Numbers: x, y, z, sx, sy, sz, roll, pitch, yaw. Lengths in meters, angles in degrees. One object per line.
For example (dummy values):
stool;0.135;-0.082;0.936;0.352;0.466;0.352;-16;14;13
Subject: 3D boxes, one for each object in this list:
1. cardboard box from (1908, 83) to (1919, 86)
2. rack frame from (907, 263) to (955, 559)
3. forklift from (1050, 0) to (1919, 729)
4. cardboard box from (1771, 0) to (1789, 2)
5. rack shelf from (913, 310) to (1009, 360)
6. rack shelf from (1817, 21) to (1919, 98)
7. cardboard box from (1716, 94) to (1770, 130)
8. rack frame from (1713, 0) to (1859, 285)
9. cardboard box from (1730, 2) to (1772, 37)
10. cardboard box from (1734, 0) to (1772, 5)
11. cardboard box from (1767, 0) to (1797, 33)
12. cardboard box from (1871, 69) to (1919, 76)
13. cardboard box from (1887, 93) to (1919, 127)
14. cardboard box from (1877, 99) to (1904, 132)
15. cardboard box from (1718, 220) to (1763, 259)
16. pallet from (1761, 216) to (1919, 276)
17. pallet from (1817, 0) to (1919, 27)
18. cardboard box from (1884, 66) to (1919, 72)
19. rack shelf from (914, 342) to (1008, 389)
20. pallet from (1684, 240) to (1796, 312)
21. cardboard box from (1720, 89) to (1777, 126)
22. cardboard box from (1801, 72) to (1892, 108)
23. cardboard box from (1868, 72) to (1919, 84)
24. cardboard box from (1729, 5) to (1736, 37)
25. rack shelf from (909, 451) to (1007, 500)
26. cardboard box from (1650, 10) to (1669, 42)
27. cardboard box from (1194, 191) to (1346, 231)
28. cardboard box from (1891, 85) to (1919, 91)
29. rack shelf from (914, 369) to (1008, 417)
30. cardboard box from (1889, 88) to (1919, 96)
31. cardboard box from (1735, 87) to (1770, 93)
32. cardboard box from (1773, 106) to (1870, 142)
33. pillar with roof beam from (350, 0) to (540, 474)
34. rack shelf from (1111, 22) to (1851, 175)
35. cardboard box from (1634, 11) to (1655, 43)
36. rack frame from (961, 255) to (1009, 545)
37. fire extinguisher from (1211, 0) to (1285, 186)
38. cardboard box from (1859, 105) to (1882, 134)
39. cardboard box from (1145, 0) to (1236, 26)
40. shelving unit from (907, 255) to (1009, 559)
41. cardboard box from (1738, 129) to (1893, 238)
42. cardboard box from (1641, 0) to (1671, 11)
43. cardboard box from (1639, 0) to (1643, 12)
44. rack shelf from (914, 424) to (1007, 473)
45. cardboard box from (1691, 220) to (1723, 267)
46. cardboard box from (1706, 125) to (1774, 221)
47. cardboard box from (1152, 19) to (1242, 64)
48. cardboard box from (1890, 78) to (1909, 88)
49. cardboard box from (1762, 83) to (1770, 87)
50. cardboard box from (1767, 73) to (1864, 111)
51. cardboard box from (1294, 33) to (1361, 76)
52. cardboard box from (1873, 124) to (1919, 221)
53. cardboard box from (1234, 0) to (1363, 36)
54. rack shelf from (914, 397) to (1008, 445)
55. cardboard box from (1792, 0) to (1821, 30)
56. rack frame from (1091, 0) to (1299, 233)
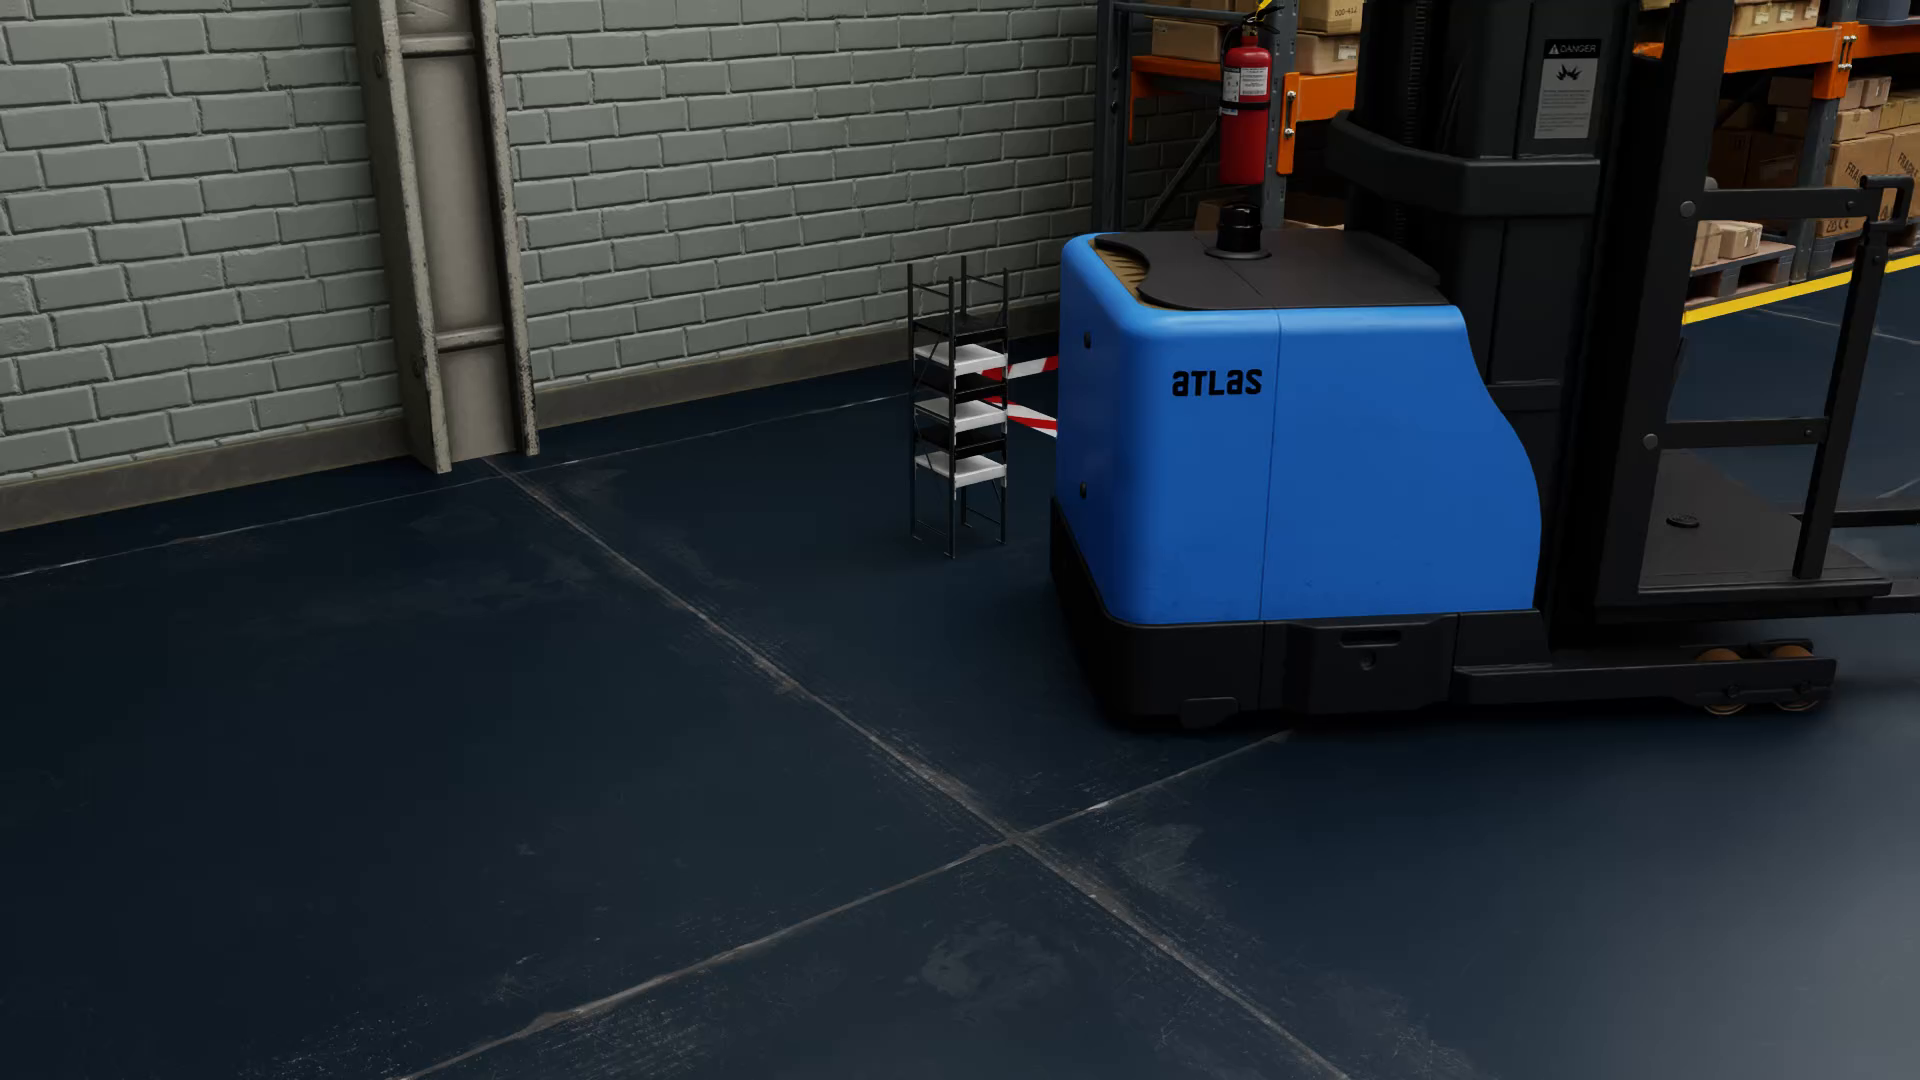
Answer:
cardboard box;5.818;-2.600;9.796;0.250;0.149;0.380;-15;26;-33
rack frame;-0.089;-0.394;5.170;0.006;0.900;0.240;-15;26;-33
forklift;1.819;-1.105;4.212;3.031;2.935;1.130;-2;22;-5
cardboard box;3.875;-2.784;8.126;0.500;0.250;0.500;-14;26;-32
rack shelf;-0.007;-0.636;5.137;0.200;0.077;0.258;-15;26;-33
rack shelf;5.770;-2.997;9.831;4.000;0.370;1.077;-15;26;-33
cardboard box;4.277;-2.400;9.295;0.250;0.149;0.380;-16;27;-35
rack frame;4.146;-2.899;8.613;0.127;3.000;1.000;-15;26;-33
cardboard box;3.640;-2.511;7.979;0.250;0.149;0.380;-14;26;-31
cardboard box;3.477;-2.671;7.843;0.500;0.250;0.500;-15;26;-33
cardboard box;3.836;-2.574;8.139;0.250;0.149;0.380;-14;26;-31
cardboard box;5.943;-2.851;10.425;0.250;0.149;0.380;-16;27;-34
cardboard box;5.189;-2.437;9.388;0.250;0.149;0.380;-15;26;-34
cardboard box;4.974;-2.374;9.229;0.250;0.149;0.380;-17;27;-36
cardboard box;3.866;-1.561;8.540;0.250;0.149;0.380;-16;27;-34
pallet;4.785;-1.791;9.600;1.213;0.211;1.003;-15;26;-33
pallet;4.859;-2.950;9.000;1.213;0.211;1.003;-15;26;-33
cardboard box;6.127;-2.922;10.603;0.250;0.149;0.380;-16;27;-35
rack shelf;-0.007;-0.552;5.171;0.200;0.077;0.258;-15;26;-33
pallet;3.588;-1.455;8.758;1.213;0.211;1.003;-15;26;-33
cardboard box;4.487;-2.459;9.442;0.250;0.149;0.380;-15;26;-33
cardboard box;4.776;-2.440;8.994;0.250;0.149;0.380;-16;27;-35
cardboard box;5.770;-2.785;10.258;0.250;0.149;0.380;-15;26;-33
cardboard box;3.411;-2.462;7.858;0.250;0.149;0.380;-14;26;-31
rack shelf;-0.007;-0.218;5.304;0.200;0.077;0.258;-15;26;-33
cardboard box;3.220;-2.398;7.698;0.250;0.149;0.380;-15;26;-34
cardboard box;1.451;-1.172;7.089;0.637;0.503;0.797;-16;27;-35
cardboard box;5.616;-2.533;9.628;0.250;0.149;0.380;-14;26;-31
rack shelf;-0.007;-0.469;5.204;0.200;0.077;0.258;-15;26;-33
cardboard box;5.414;-2.480;9.495;0.250;0.149;0.380;-15;26;-33
cardboard box;4.680;-2.514;9.580;0.250;0.149;0.380;-15;26;-32
cardboard box;4.593;-2.232;8.872;0.250;0.149;0.380;-14;25;-30
pillar with roof beam;0.699;-3.212;1.303;0.400;9.000;9.100;-15;26;-33
rack shelf;2.523;-2.132;7.662;4.000;0.370;1.077;-15;26;-33
cardboard box;2.945;-2.376;7.642;0.250;0.149;0.380;-14;26;-32
rack frame;0.076;-0.438;5.280;0.006;0.900;0.240;-15;26;-33
fire extinguisher;1.050;-1.653;6.099;0.183;0.674;0.296;-15;26;-33
cardboard box;4.773;-2.315;9.081;0.250;0.149;0.380;-16;27;-34
cardboard box;1.118;-2.281;6.866;0.500;0.250;0.500;-14;26;-31
shelving unit;-0.007;-0.416;5.225;0.210;0.900;0.258;-15;26;-33
cardboard box;4.670;-1.970;9.091;0.500;0.500;0.500;-14;25;-31
cardboard box;3.065;-2.567;7.582;0.500;0.250;0.500;-15;26;-33
cardboard box;2.646;-2.455;7.304;0.500;0.250;0.500;-16;27;-34
rack shelf;-0.007;-0.302;5.271;0.200;0.077;0.258;-15;26;-33
cardboard box;3.576;-1.538;8.325;0.258;0.266;0.396;-14;26;-31
cardboard box;4.372;-2.128;9.488;0.500;0.500;0.500;-15;26;-33
cardboard box;1.012;-2.069;6.872;0.250;0.149;0.380;-15;26;-33
cardboard box;5.526;-2.739;10.144;0.250;0.149;0.380;-16;27;-35
cardboard box;4.872;-2.577;9.739;0.250;0.149;0.380;-16;27;-35
cardboard box;4.558;-2.388;8.863;0.250;0.149;0.380;-15;26;-34
cardboard box;1.326;-1.905;6.461;0.250;0.149;0.380;-15;26;-33
cardboard box;5.097;-2.088;9.388;0.500;0.500;0.500;-15;26;-34
cardboard box;1.425;-2.118;6.459;0.500;0.250;0.500;-15;26;-33
rack shelf;-0.007;-0.385;5.238;0.200;0.077;0.258;-15;26;-33
cardboard box;4.035;-2.637;8.296;0.250;0.149;0.380;-15;26;-32
rack frame;0.899;-2.033;6.443;0.127;3.000;1.000;-15;26;-33
